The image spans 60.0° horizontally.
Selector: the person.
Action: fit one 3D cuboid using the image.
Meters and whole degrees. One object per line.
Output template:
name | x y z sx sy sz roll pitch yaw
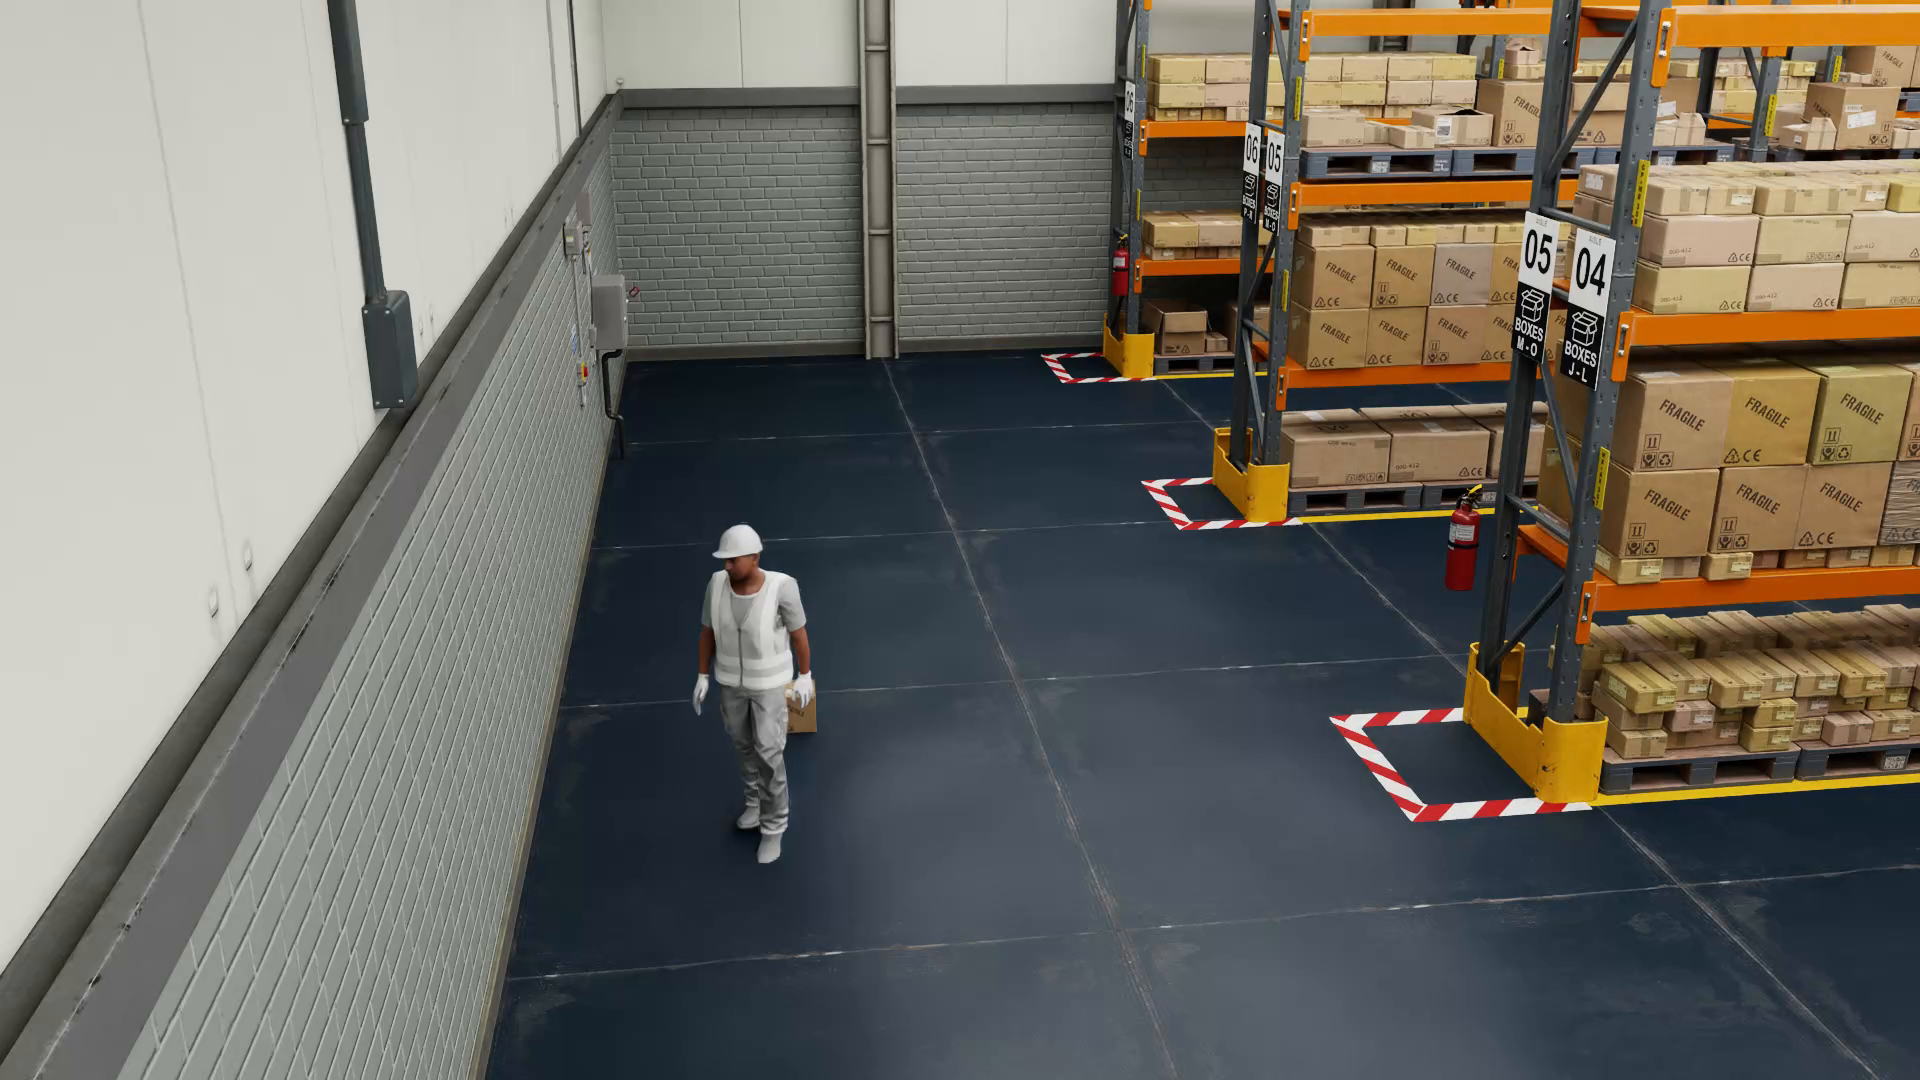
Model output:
person | -1.113 0.804 8.847 0.578 1.850 0.541 6 21 16
